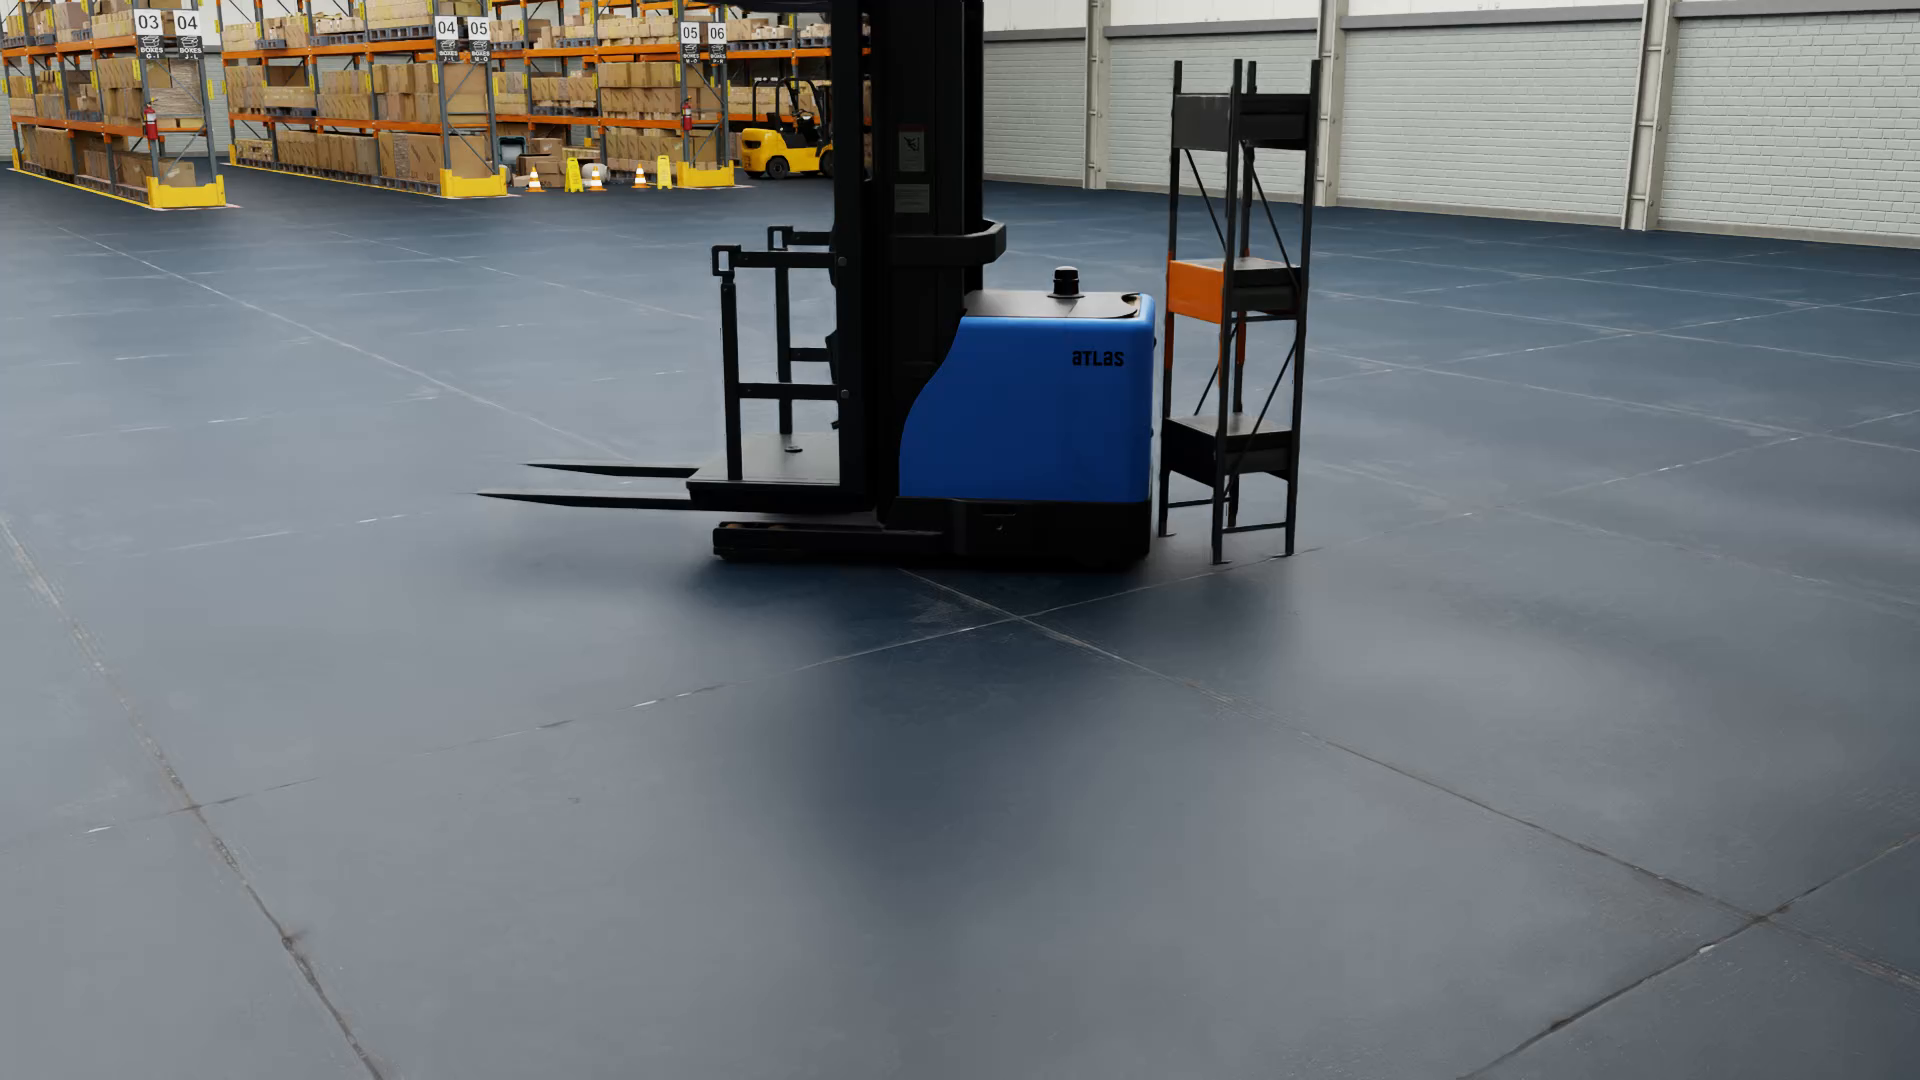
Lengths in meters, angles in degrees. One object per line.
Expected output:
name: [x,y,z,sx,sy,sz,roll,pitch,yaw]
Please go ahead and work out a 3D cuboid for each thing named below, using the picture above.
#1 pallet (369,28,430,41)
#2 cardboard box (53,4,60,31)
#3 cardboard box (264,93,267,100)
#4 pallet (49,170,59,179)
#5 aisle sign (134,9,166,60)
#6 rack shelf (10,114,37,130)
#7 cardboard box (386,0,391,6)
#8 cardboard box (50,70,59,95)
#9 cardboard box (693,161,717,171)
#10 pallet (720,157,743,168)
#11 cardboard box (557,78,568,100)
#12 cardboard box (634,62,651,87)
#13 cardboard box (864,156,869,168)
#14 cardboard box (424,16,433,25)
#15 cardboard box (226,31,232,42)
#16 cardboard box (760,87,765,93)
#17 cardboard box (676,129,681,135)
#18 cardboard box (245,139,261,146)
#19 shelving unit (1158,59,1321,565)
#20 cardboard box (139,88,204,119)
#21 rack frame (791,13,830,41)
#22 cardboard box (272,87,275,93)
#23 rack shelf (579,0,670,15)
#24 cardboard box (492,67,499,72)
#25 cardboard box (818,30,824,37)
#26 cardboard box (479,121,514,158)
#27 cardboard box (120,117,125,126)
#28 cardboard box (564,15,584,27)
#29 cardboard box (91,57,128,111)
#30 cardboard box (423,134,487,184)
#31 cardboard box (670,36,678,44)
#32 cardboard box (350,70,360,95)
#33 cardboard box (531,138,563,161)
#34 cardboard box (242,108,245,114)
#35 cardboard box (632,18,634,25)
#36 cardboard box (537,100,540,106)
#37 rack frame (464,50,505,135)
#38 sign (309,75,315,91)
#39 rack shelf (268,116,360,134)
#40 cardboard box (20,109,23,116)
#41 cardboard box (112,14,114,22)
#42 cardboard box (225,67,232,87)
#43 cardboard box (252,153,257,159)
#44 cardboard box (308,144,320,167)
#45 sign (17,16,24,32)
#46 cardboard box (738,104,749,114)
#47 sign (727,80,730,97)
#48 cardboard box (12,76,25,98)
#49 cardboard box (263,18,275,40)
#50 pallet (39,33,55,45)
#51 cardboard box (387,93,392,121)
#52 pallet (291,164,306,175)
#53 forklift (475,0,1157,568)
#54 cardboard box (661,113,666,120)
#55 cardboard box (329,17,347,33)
pallet: [-10.987,-9.986,32.865,1.003,0.211,1.213,-11,19,-35]
cardboard box: [-17.815,-10.460,33.292,0.500,0.500,0.500,-11,19,-34]
cardboard box: [-16.304,-10.536,39.505,0.380,0.149,0.250,-11,18,-34]
pallet: [-19.720,-8.220,37.210,1.003,0.211,1.213,-11,19,-35]
aisle sign: [-13.386,-8.350,27.477,0.394,0.787,0.004,-11,19,-35]
rack shelf: [-21.411,-9.798,39.056,1.077,0.370,4.000,-11,19,-35]
cardboard box: [-10.771,-10.317,31.888,0.380,0.149,0.250,-11,19,-35]
cardboard box: [-19.081,-9.837,35.744,0.797,0.503,0.637,-10,18,-33]
cardboard box: [-5.414,-7.785,34.753,0.500,0.250,0.500,-11,19,-35]
pallet: [-5.402,-9.647,42.422,1.003,0.211,1.213,-11,19,-35]
cardboard box: [-8.872,-10.334,38.102,0.500,0.500,0.500,-12,19,-37]
cardboard box: [-6.315,-9.645,34.488,0.700,0.500,0.500,-11,19,-35]
cardboard box: [-1.967,-8.500,37.365,0.500,0.250,0.500,-11,19,-35]
cardboard box: [-9.578,-9.499,30.408,0.380,0.149,0.250,-11,19,-35]
cardboard box: [-18.160,-12.691,41.917,0.500,0.250,0.500,-11,19,-35]
cardboard box: [-4.658,-10.987,40.619,0.380,0.149,0.250,-11,19,-34]
cardboard box: [-7.392,-10.950,44.614,0.380,0.149,0.250,-10,18,-33]
cardboard box: [-17.966,-10.116,42.334,0.380,0.149,0.250,-12,19,-37]
shelving unit: [1.188,-0.984,7.194,0.431,2.100,0.503,-6,16,-21]
cardboard box: [-13.481,-7.469,28.431,0.875,0.500,0.500,-11,19,-35]
rack frame: [-3.502,-13.213,38.806,1.000,3.000,0.127,-11,19,-35]
cardboard box: [-15.842,-10.512,38.854,0.380,0.149,0.250,-11,19,-35]
rack shelf: [-9.382,-15.000,46.703,1.077,0.370,4.000,-11,19,-35]
cardboard box: [-12.195,-12.207,43.184,0.380,0.149,0.250,-11,19,-35]
cardboard box: [-3.032,-11.589,38.044,0.380,0.149,0.250,-10,18,-33]
cardboard box: [-11.790,-10.314,42.808,0.875,0.875,0.875,-10,18,-33]
cardboard box: [-14.755,-7.478,29.692,0.380,0.149,0.250,-11,19,-35]
cardboard box: [-8.577,-11.685,37.446,0.500,0.250,0.500,-10,18,-34]
cardboard box: [-15.885,-8.693,31.724,1.000,1.000,1.000,-11,19,-34]
cardboard box: [-9.560,-7.216,31.489,0.875,0.875,0.875,-11,19,-34]
cardboard box: [-5.599,-10.052,33.416,0.380,0.149,0.250,-11,19,-34]
cardboard box: [-12.357,-9.611,34.927,0.700,0.500,0.500,-11,19,-34]
cardboard box: [-8.937,-8.425,35.977,0.500,0.500,0.500,-11,19,-35]
cardboard box: [-18.029,-10.932,42.310,0.380,0.149,0.250,-10,18,-32]
cardboard box: [-6.613,-10.821,34.715,0.380,0.149,0.250,-10,18,-33]
cardboard box: [-9.826,-10.385,39.519,0.380,0.149,0.250,-12,19,-38]
rack frame: [-12.219,-11.256,43.021,1.000,3.000,0.127,-11,19,-35]
sign: [-14.245,-10.046,36.557,0.100,0.325,0.005,-11,19,-35]
rack shelf: [-14.988,-9.692,38.670,1.077,0.370,4.000,-11,19,-35]
cardboard box: [-21.740,-9.996,38.891,0.380,0.149,0.250,-11,19,-36]
cardboard box: [-14.613,-9.137,29.125,0.380,0.149,0.250,-10,18,-33]
cardboard box: [-18.466,-11.858,42.570,0.500,0.500,0.500,-11,19,-35]
cardboard box: [-17.546,-9.658,41.787,0.380,0.149,0.250,-11,19,-35]
cardboard box: [-14.410,-8.709,37.654,0.500,0.500,0.500,-11,19,-35]
sign: [-20.683,-11.366,36.610,0.100,0.325,0.005,-11,19,-35]
cardboard box: [-5.191,-10.751,41.460,0.500,0.250,0.500,-12,19,-36]
sign: [-4.725,-9.196,33.852,0.100,0.325,0.005,-11,19,-35]
cardboard box: [-21.920,-10.644,39.085,0.500,0.500,0.500,-11,19,-36]
cardboard box: [-16.030,-12.066,39.312,0.700,0.500,0.500,-11,19,-34]
pallet: [-18.305,-10.349,34.381,1.213,0.211,1.003,-10,18,-32]
cardboard box: [-10.892,-8.640,33.176,0.875,0.550,0.550,-11,19,-35]
pallet: [-14.983,-8.695,38.944,1.003,0.211,1.213,-11,19,-35]
forklift: [-0.645,-1.447,7.311,3.031,2.935,1.130,2,15,7]
cardboard box: [-5.928,-8.714,34.209,0.380,0.149,0.250,-11,19,-35]
cardboard box: [-12.968,-10.862,35.080,0.500,0.311,0.500,-11,19,-36]
